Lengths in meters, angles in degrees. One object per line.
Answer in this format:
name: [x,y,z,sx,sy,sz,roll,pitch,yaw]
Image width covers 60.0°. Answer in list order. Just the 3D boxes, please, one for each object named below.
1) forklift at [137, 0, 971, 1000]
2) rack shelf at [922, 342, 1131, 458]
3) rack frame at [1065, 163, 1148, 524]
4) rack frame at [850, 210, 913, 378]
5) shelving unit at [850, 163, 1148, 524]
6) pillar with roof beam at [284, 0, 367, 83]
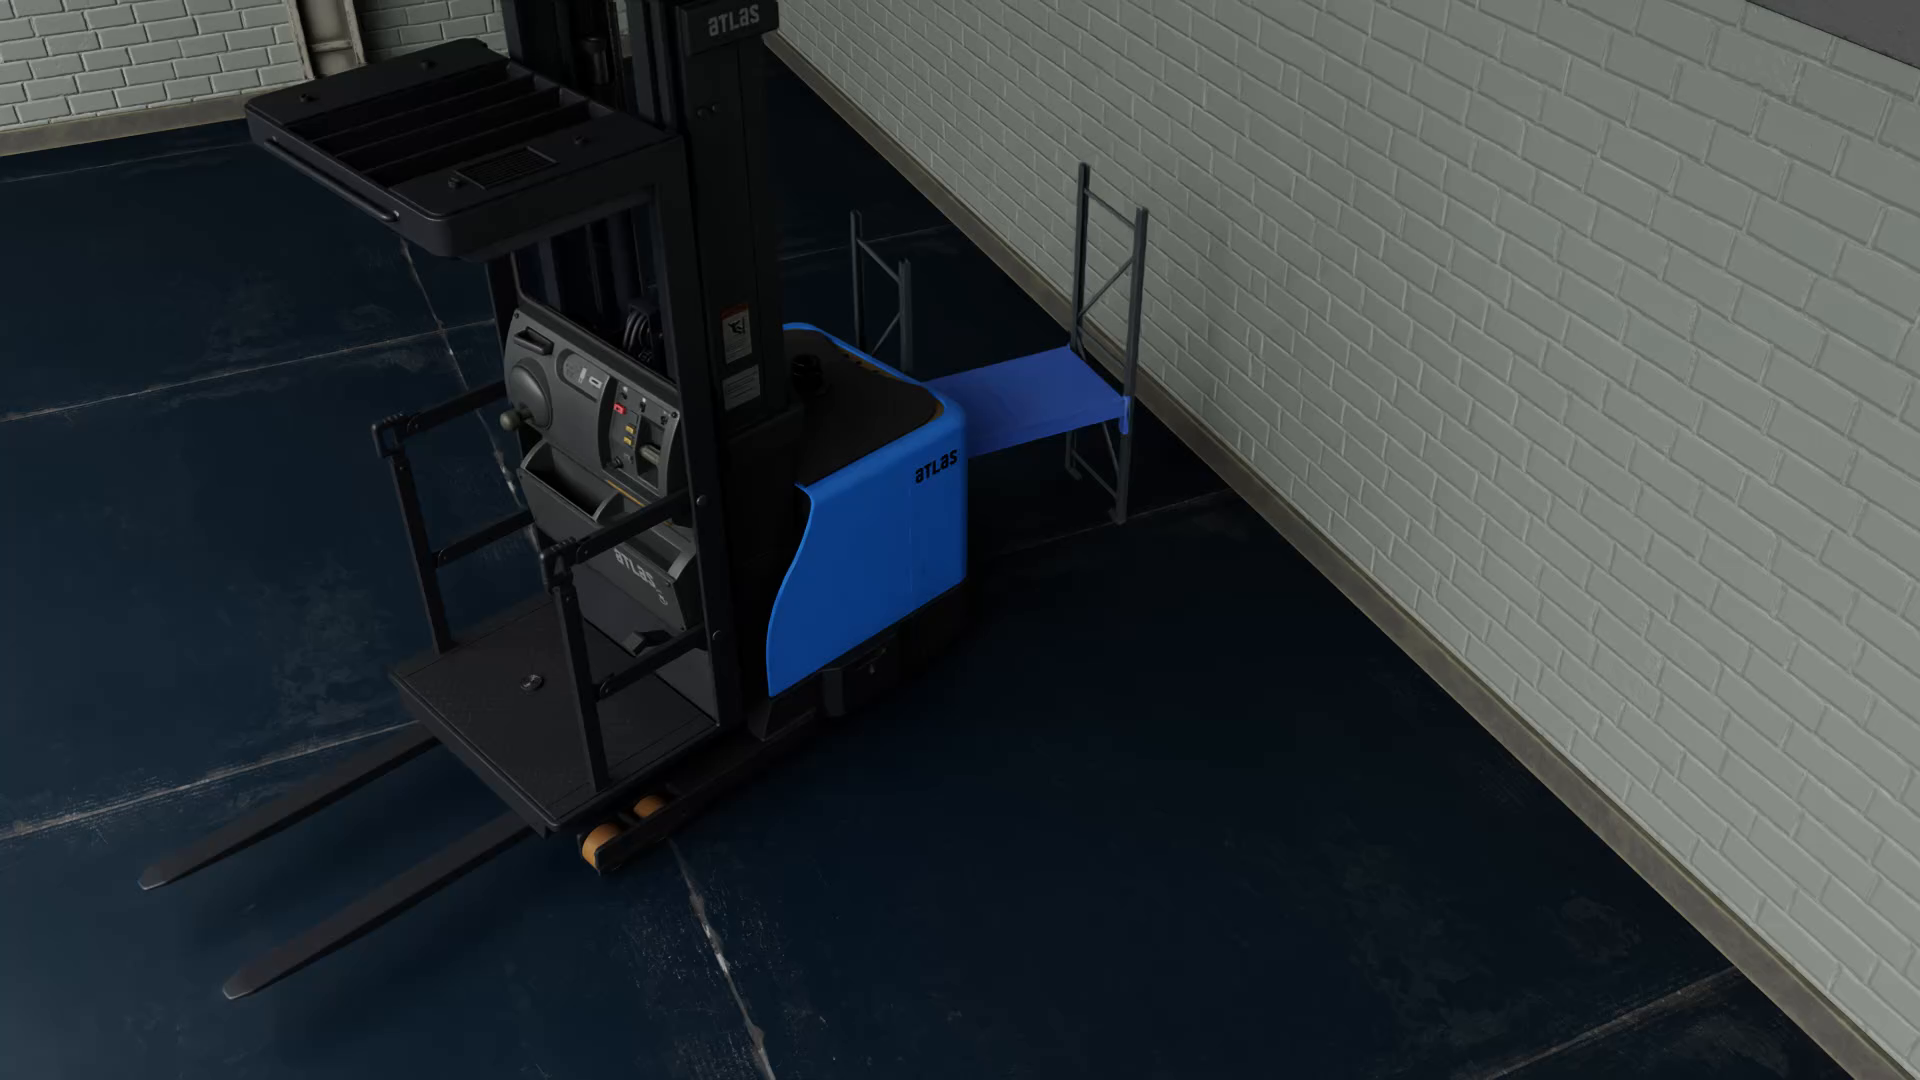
forklift: [-1.358,-0.388,5.312,3.031,2.935,1.130,-31,46,-34]
rack shelf: [0.153,-0.531,7.009,1.000,0.185,0.538,-16,40,-21]
rack frame: [0.609,-0.809,7.081,0.032,1.500,0.500,-16,40,-21]
rack frame: [-0.303,-0.542,6.722,0.032,1.500,0.500,-16,40,-21]
shelving unit: [0.153,-0.675,6.902,1.048,1.500,0.538,-16,40,-21]
pillar with roof beam: [-2.305,-4.182,5.335,0.400,9.000,9.100,-16,39,-20]
